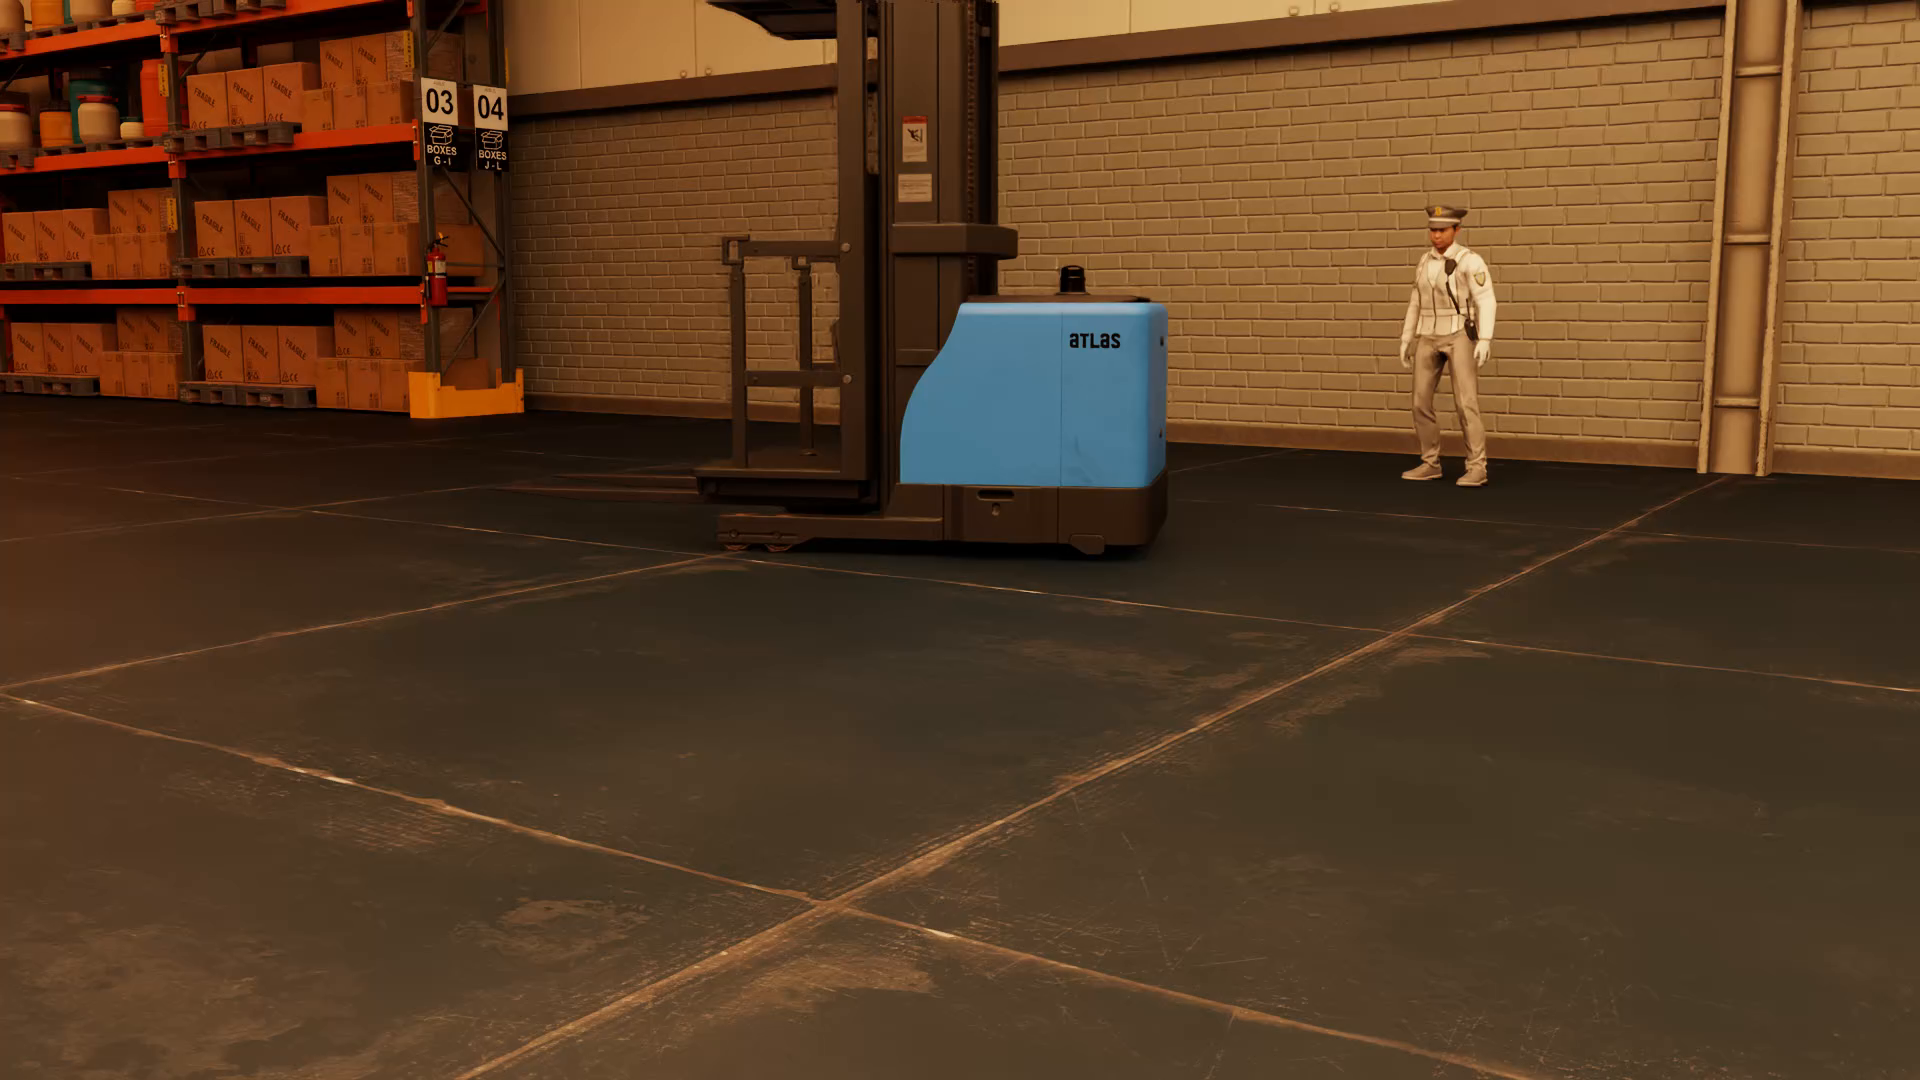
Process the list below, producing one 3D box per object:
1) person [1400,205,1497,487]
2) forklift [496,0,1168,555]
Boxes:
[{"bbox_3d":[2.913,-1.172,9.988,0.388,1.654,0.657,-7,10,-39],"label":"person"},{"bbox_3d":[-0.596,-1.469,7.520,3.031,2.935,1.130,2,8,12],"label":"forklift"}]
